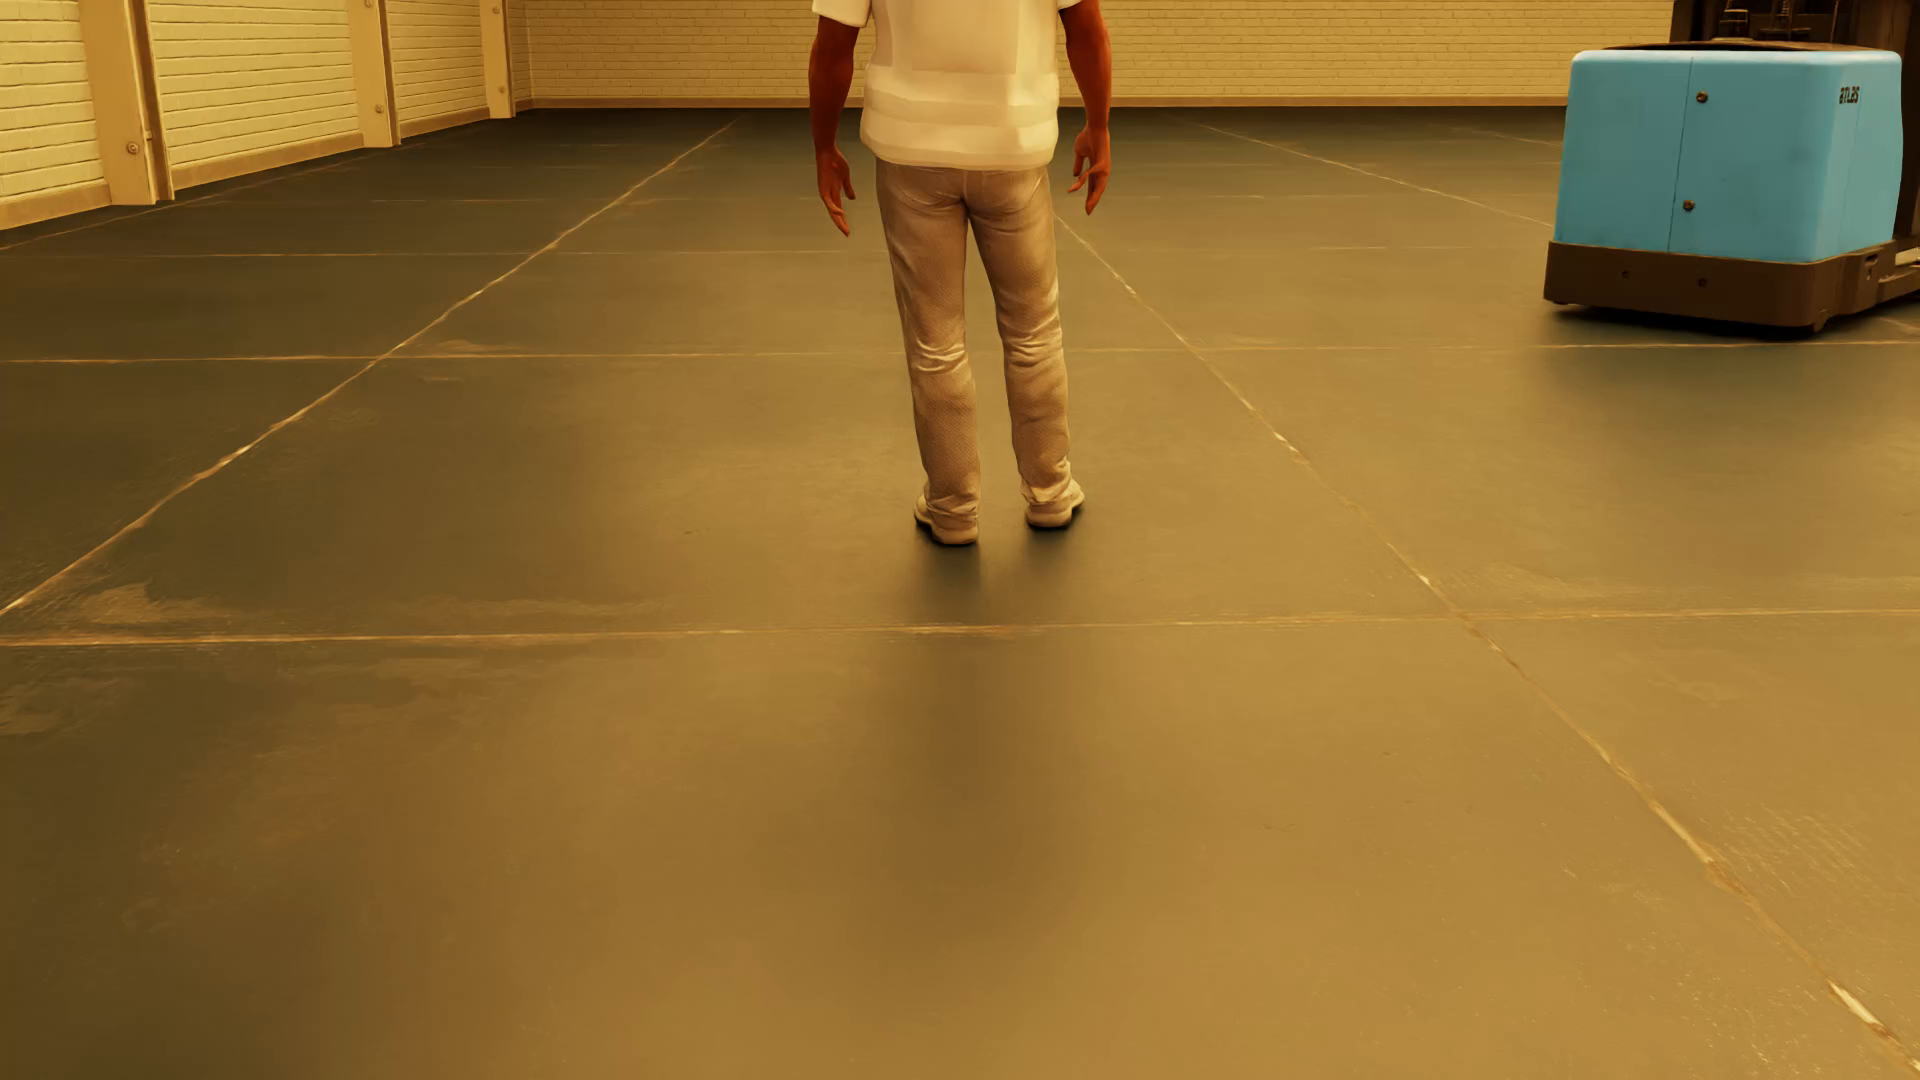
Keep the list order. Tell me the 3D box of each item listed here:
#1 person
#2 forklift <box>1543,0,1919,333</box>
[{"bbox_3d":[0.002,-0.872,3.725,0.665,1.768,0.575,-1,17,-3],"label":"person"},{"bbox_3d":[3.838,-2.554,7.255,1.130,2.935,3.031,16,23,42],"label":"forklift"}]
